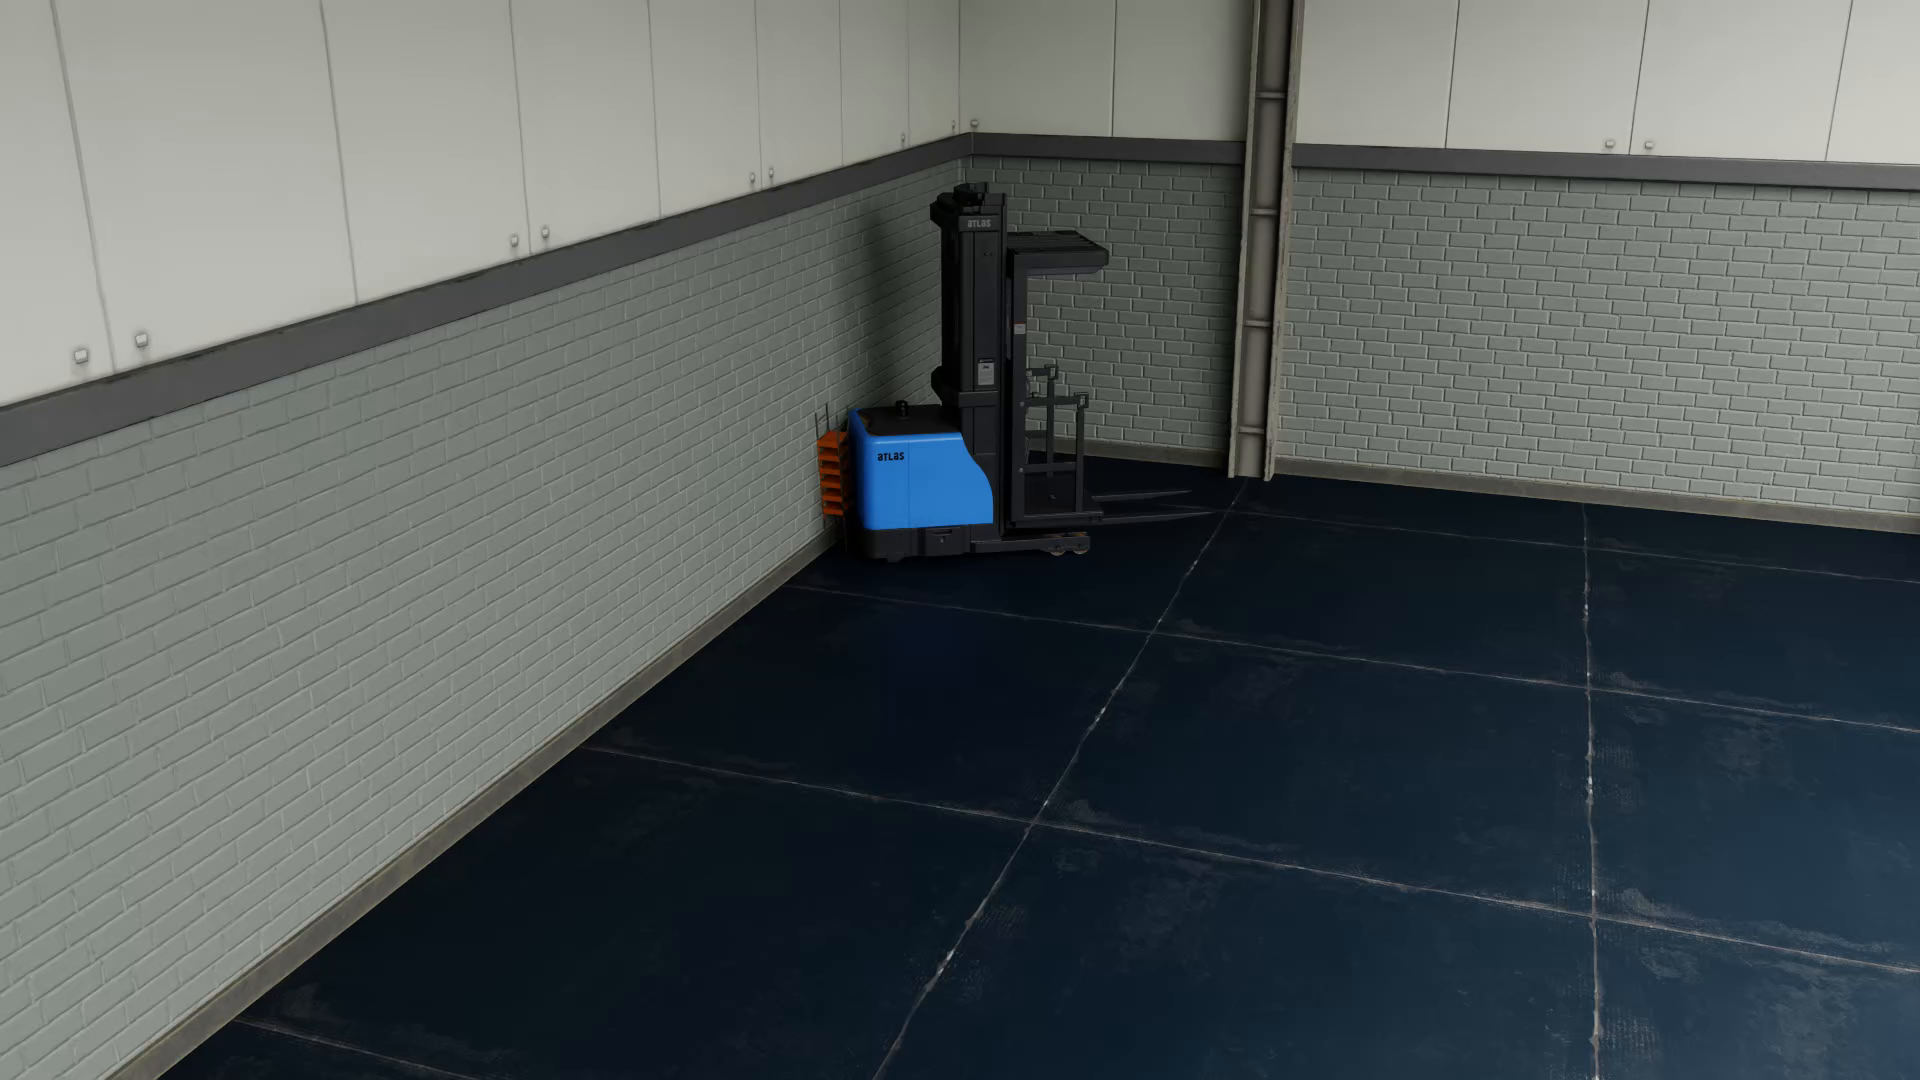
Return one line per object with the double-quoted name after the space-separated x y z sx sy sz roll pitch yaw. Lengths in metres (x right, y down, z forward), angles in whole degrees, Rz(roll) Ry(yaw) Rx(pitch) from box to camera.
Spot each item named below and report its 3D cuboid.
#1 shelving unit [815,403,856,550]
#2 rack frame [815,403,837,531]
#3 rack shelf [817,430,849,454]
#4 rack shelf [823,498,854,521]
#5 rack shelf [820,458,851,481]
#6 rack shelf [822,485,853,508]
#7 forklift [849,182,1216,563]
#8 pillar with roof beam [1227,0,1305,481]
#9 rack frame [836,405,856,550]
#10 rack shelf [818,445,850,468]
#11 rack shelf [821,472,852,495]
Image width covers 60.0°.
-1.016 -0.517 13.711 0.189 1.200 0.258 7 27 19 "shelving unit"
-1.102 -0.528 13.740 0.006 1.200 0.240 7 27 19 "rack frame"
-1.028 -0.802 13.575 0.180 0.103 0.258 7 27 19 "rack shelf"
-1.005 -0.261 13.833 0.180 0.103 0.258 7 27 19 "rack shelf"
-1.019 -0.586 13.678 0.180 0.103 0.258 7 27 19 "rack shelf"
-1.010 -0.369 13.781 0.180 0.103 0.258 7 27 19 "rack shelf"
0.617 -1.423 13.707 3.031 2.935 1.130 -4 20 -10 "forklift"
1.363 -3.534 10.545 0.400 9.000 9.100 7 20 18 "pillar with roof beam"
-0.930 -0.507 13.681 0.006 1.200 0.240 7 27 19 "rack frame"
-1.024 -0.694 13.627 0.180 0.103 0.258 7 27 19 "rack shelf"
-1.014 -0.477 13.730 0.180 0.103 0.258 7 27 19 "rack shelf"
